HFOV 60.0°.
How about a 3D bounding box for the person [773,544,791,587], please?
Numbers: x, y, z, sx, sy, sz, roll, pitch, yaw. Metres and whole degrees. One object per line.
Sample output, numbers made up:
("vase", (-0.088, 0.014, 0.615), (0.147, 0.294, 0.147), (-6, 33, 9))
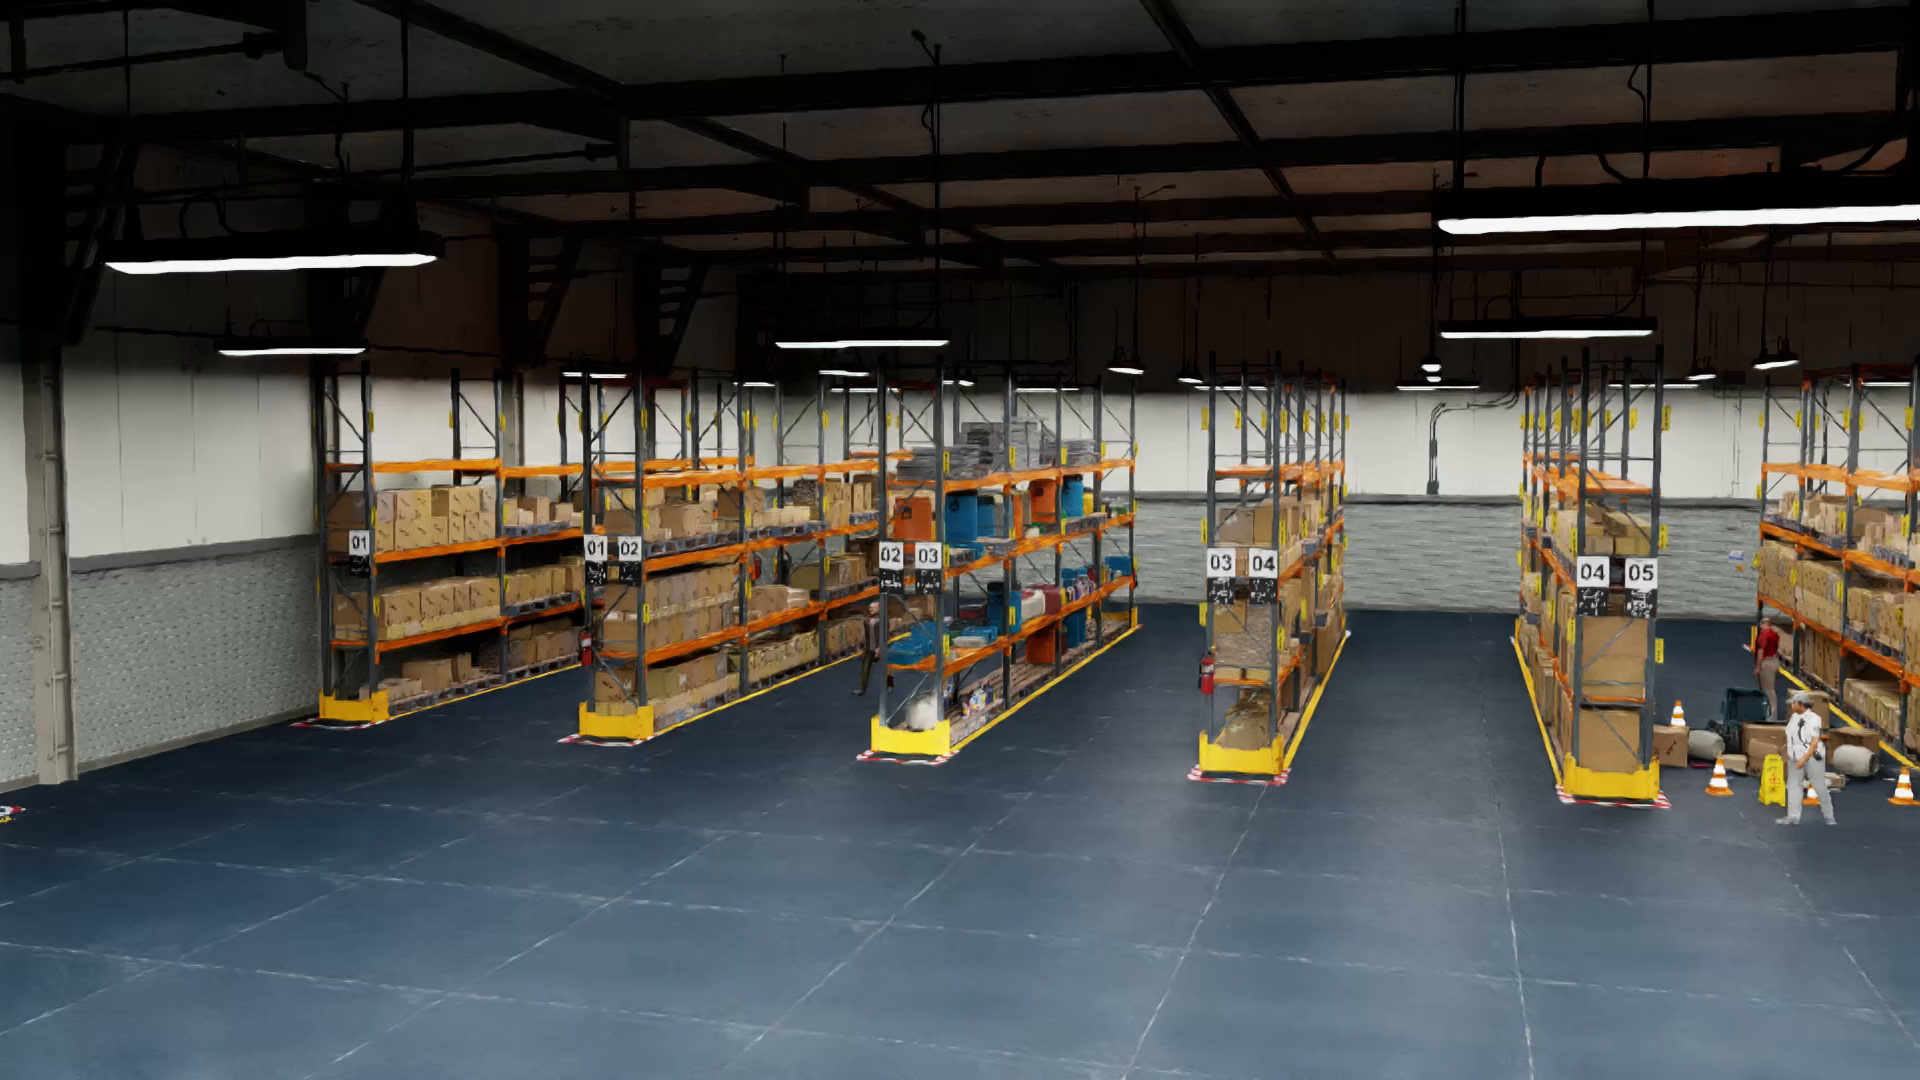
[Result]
("person", (-4.905, 0.927, 45.118), (0.711, 1.717, 0.480), (-2, 5, -28))

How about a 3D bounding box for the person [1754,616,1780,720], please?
("person", (13.498, 2.132, 27.927), (0.580, 1.721, 0.654), (4, 6, 43))

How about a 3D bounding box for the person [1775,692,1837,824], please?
("person", (10.525, 2.707, 20.624), (0.687, 1.650, 0.516), (-1, 4, -16))

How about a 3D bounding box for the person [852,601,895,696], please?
("person", (-1.541, 1.967, 30.272), (0.557, 1.716, 1.103), (2, 5, 25))
